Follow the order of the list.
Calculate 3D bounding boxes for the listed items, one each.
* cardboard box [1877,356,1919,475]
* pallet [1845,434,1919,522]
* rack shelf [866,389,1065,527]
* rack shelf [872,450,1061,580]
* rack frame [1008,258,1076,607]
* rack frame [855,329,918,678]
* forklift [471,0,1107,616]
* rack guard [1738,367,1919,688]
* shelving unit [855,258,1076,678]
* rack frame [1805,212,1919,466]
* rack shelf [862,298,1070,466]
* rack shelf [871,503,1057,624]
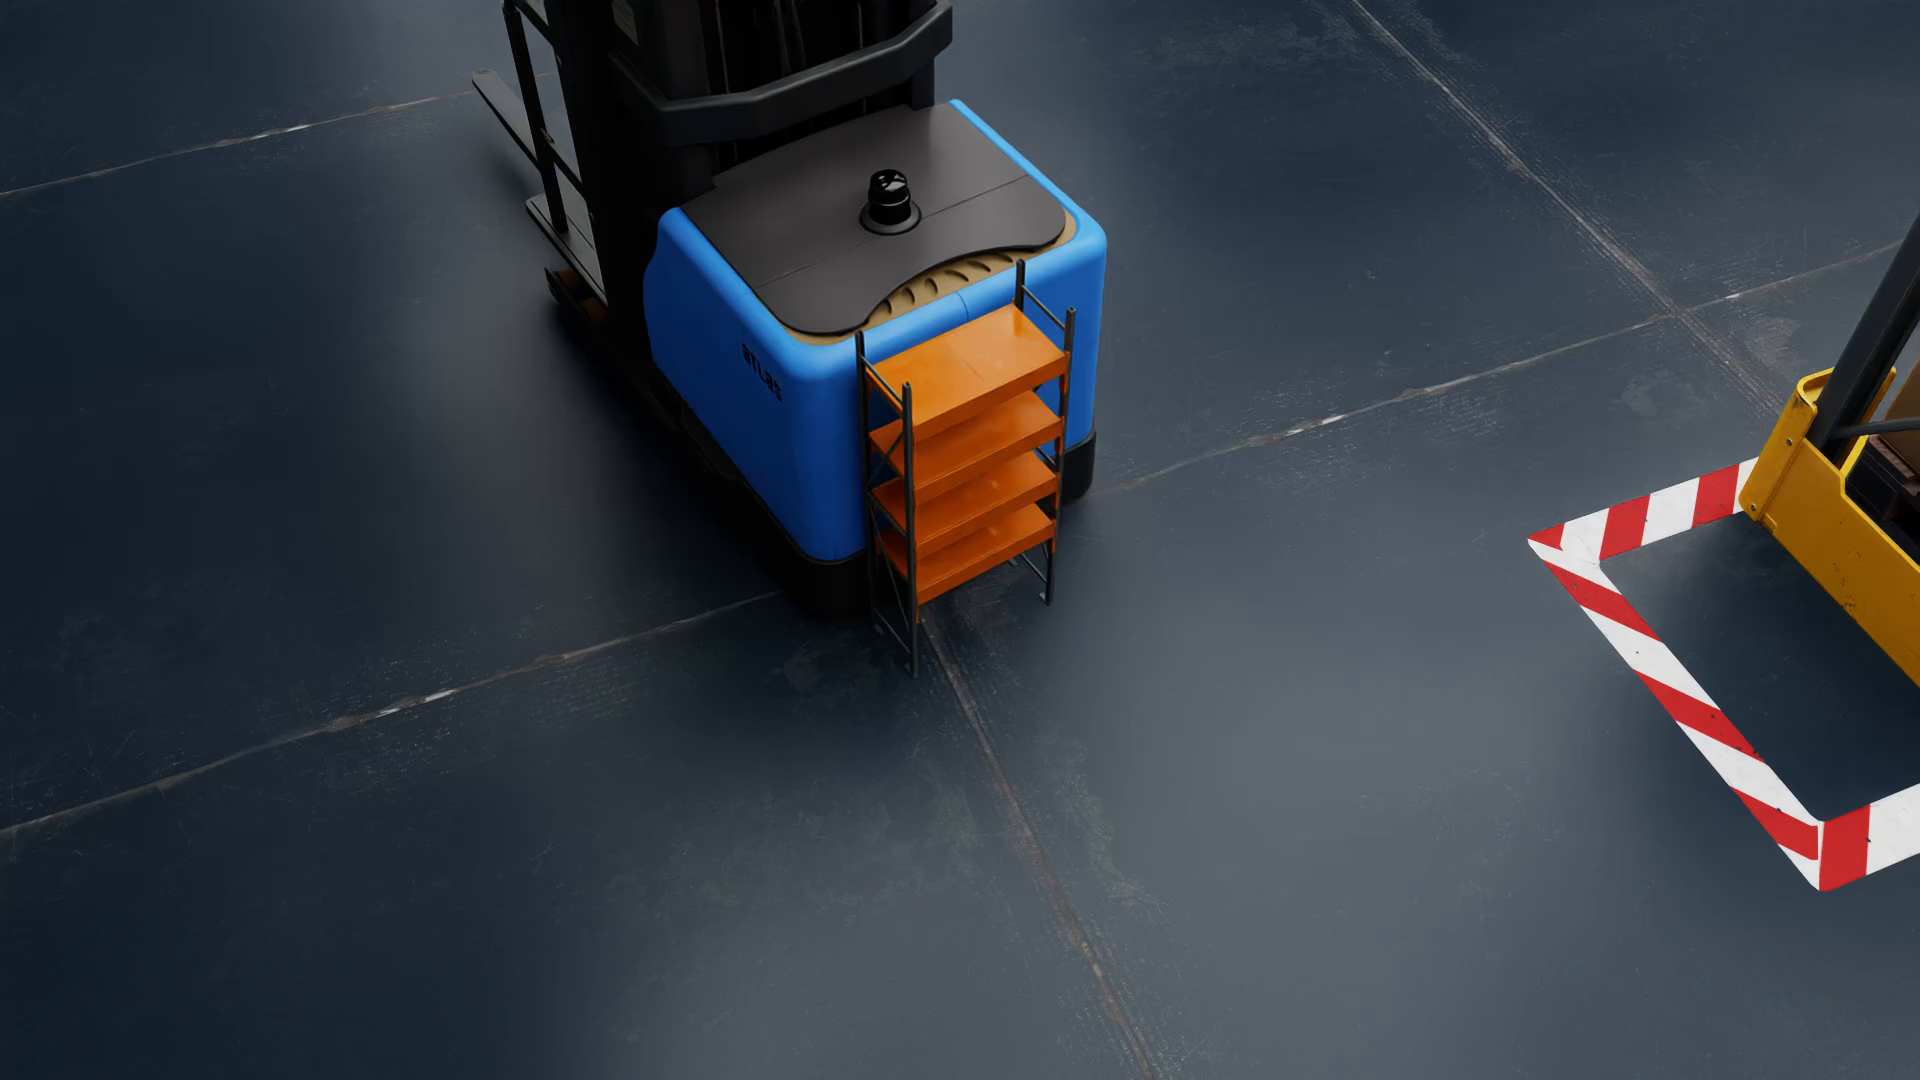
[{"bbox_3d":[3.207,-0.397,4.972,0.500,0.500,0.500,-17,52,-14],"label":"cardboard box"},{"bbox_3d":[3.605,-0.082,5.182,1.213,0.211,1.003,-17,52,-14],"label":"pallet"},{"bbox_3d":[0.012,-0.261,4.475,0.480,0.148,0.258,-27,55,-21],"label":"rack shelf"},{"bbox_3d":[0.011,-0.116,4.646,0.480,0.148,0.258,-27,55,-21],"label":"rack shelf"},{"bbox_3d":[0.214,-0.262,4.682,0.015,1.200,0.240,-27,55,-21],"label":"rack frame"},{"bbox_3d":[-0.192,-0.057,4.506,0.015,1.200,0.240,-27,55,-21],"label":"rack frame"},{"bbox_3d":[-0.807,-1.828,4.888,1.130,2.935,3.031,-27,54,-21],"label":"forklift"},{"bbox_3d":[2.867,0.053,4.875,0.348,0.500,1.175,-17,52,-14],"label":"rack guard"},{"bbox_3d":[0.011,-0.160,4.594,0.503,1.200,0.258,-27,55,-21],"label":"shelving unit"},{"bbox_3d":[2.797,-0.740,3.908,0.127,3.000,1.000,-17,52,-14],"label":"rack frame"},{"bbox_3d":[0.013,-0.413,4.294,0.480,0.148,0.258,-27,55,-21],"label":"rack shelf"},{"bbox_3d":[0.009,0.011,4.798,0.480,0.148,0.258,-27,55,-21],"label":"rack shelf"}]
